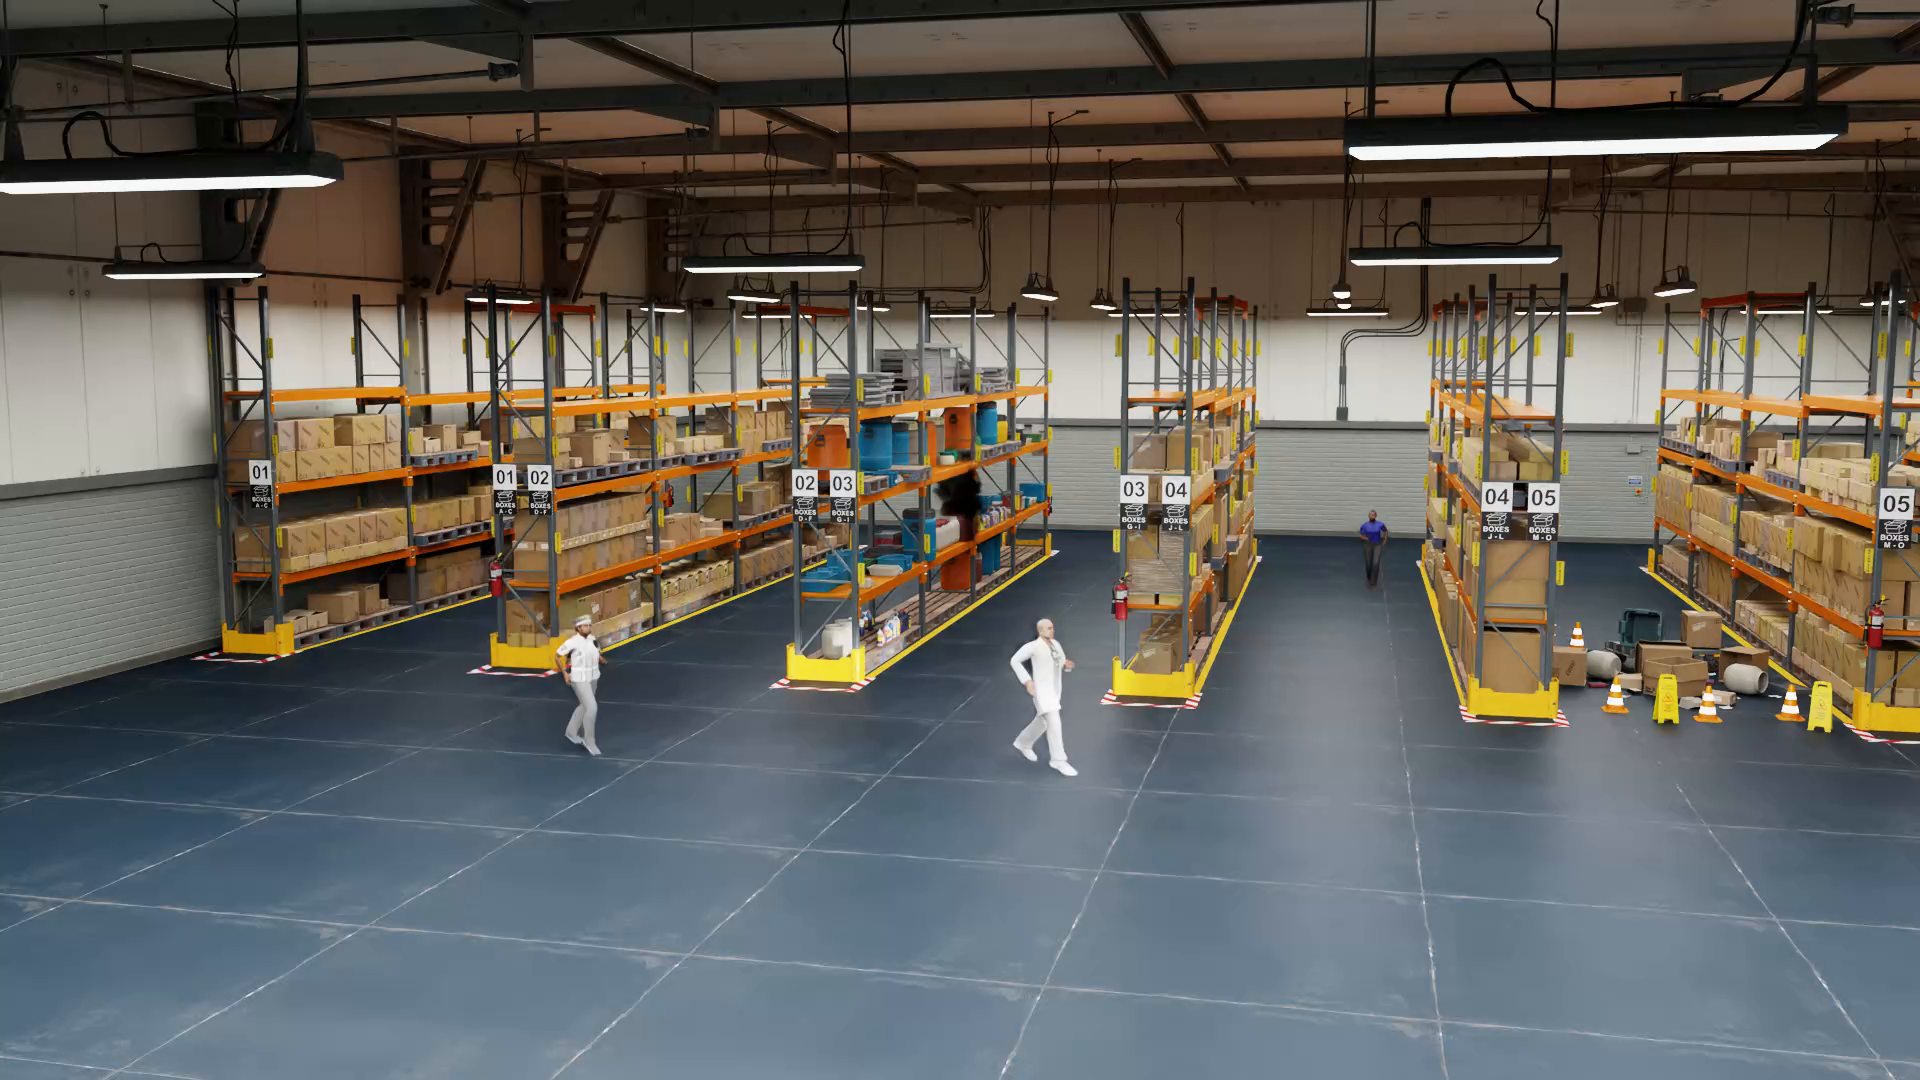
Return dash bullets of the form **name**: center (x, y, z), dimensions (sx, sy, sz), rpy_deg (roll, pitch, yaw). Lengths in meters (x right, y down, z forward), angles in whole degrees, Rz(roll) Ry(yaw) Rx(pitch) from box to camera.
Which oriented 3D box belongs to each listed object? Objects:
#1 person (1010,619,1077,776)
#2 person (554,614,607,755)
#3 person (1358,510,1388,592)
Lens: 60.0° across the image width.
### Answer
- **person**: center (1.014, 1.831, 19.773), dimensions (1.006, 1.802, 0.689), rpy_deg (5, 8, 37)
- **person**: center (-4.691, 1.790, 20.731), dimensions (0.762, 1.758, 0.543), rpy_deg (4, 7, 29)
- **person**: center (8.593, 0.217, 34.645), dimensions (0.581, 1.700, 0.841), rpy_deg (2, 7, 18)
